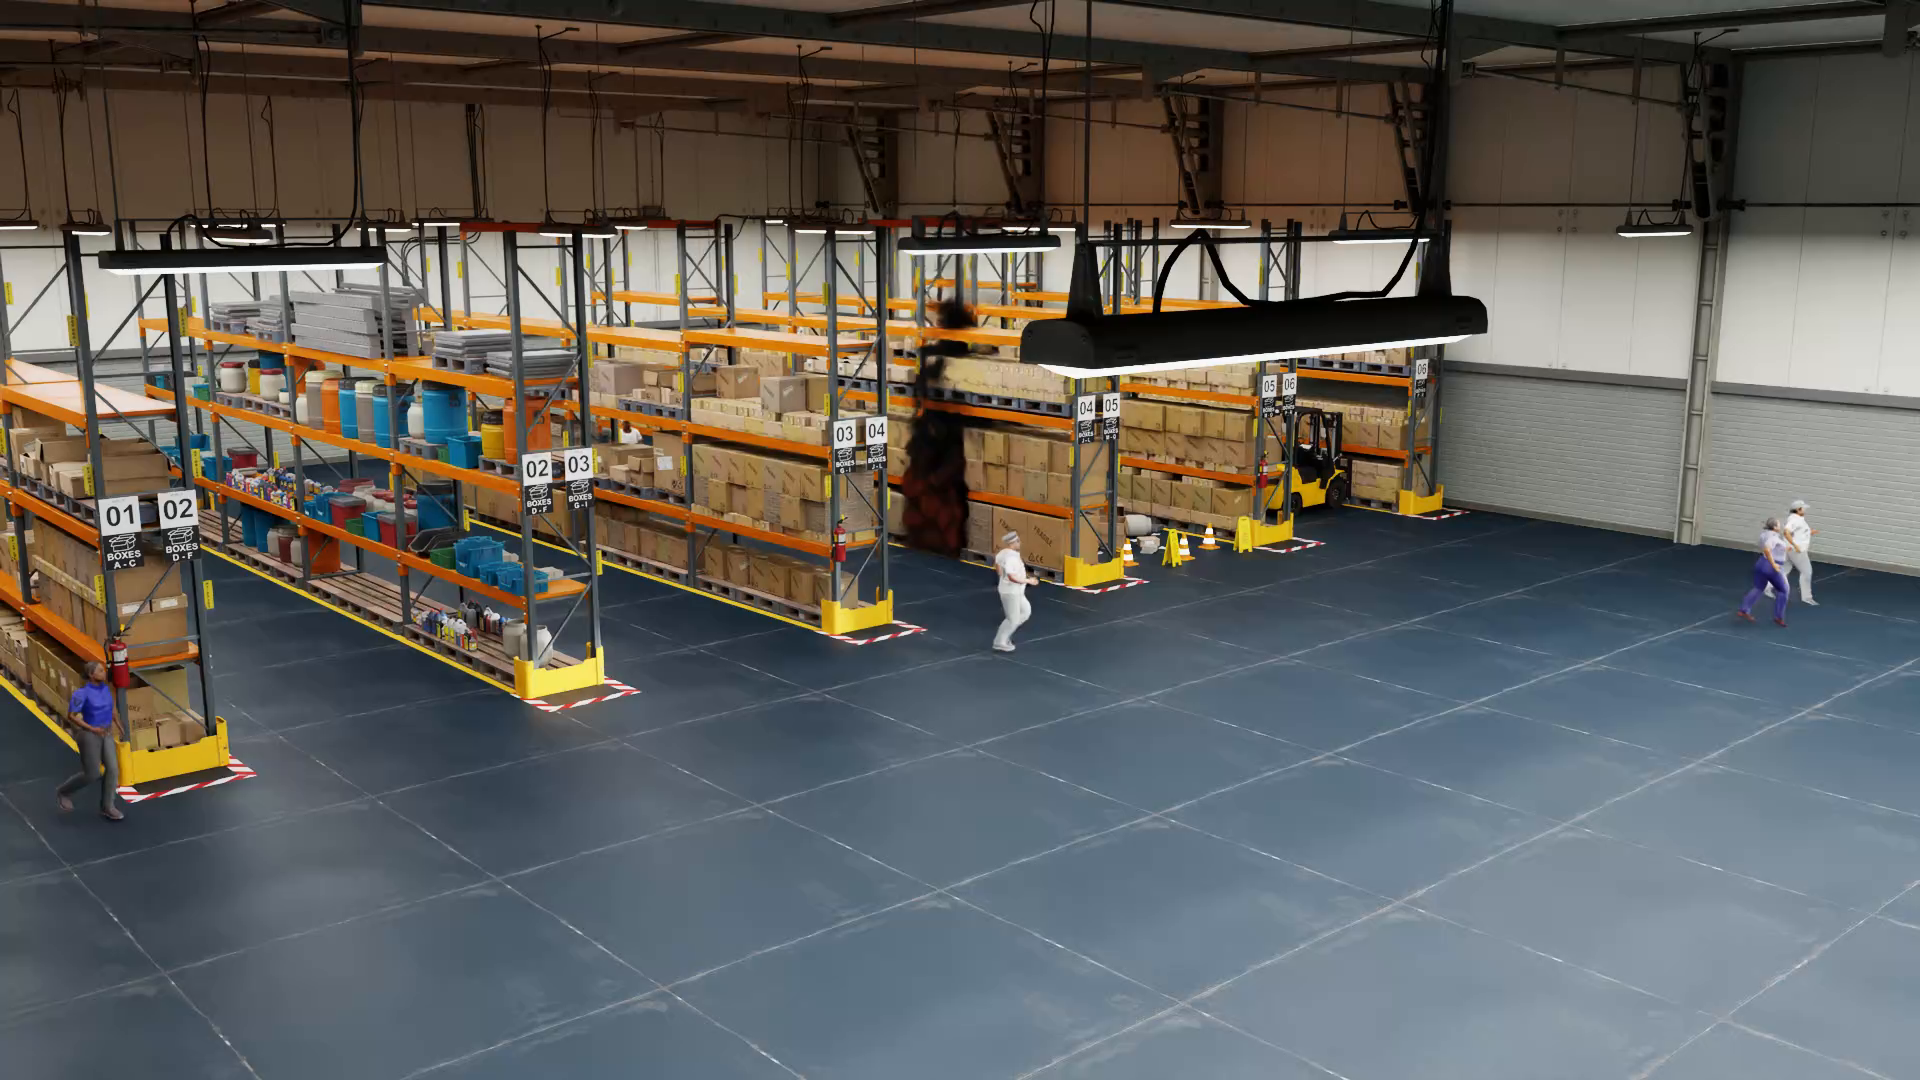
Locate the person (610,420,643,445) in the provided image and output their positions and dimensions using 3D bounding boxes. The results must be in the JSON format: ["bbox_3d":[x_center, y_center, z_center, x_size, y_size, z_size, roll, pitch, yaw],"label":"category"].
[{"bbox_3d":[-7.253,-1.829,36.444,0.681,1.782,0.916,-8,14,-36],"label":"person"}]

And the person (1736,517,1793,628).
[{"bbox_3d":[12.271,0.498,25.264,0.764,1.711,0.579,-2,12,-8],"label":"person"}]

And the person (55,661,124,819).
[{"bbox_3d":[-9.094,2.073,17.527,0.769,1.621,0.633,3,12,13],"label":"person"}]

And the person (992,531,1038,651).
[{"bbox_3d":[0.791,0.742,23.809,0.649,1.771,0.669,0,11,0],"label":"person"}]

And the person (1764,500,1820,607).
[{"bbox_3d":[13.350,0.199,26.617,0.861,1.695,0.591,2,12,9],"label":"person"}]
